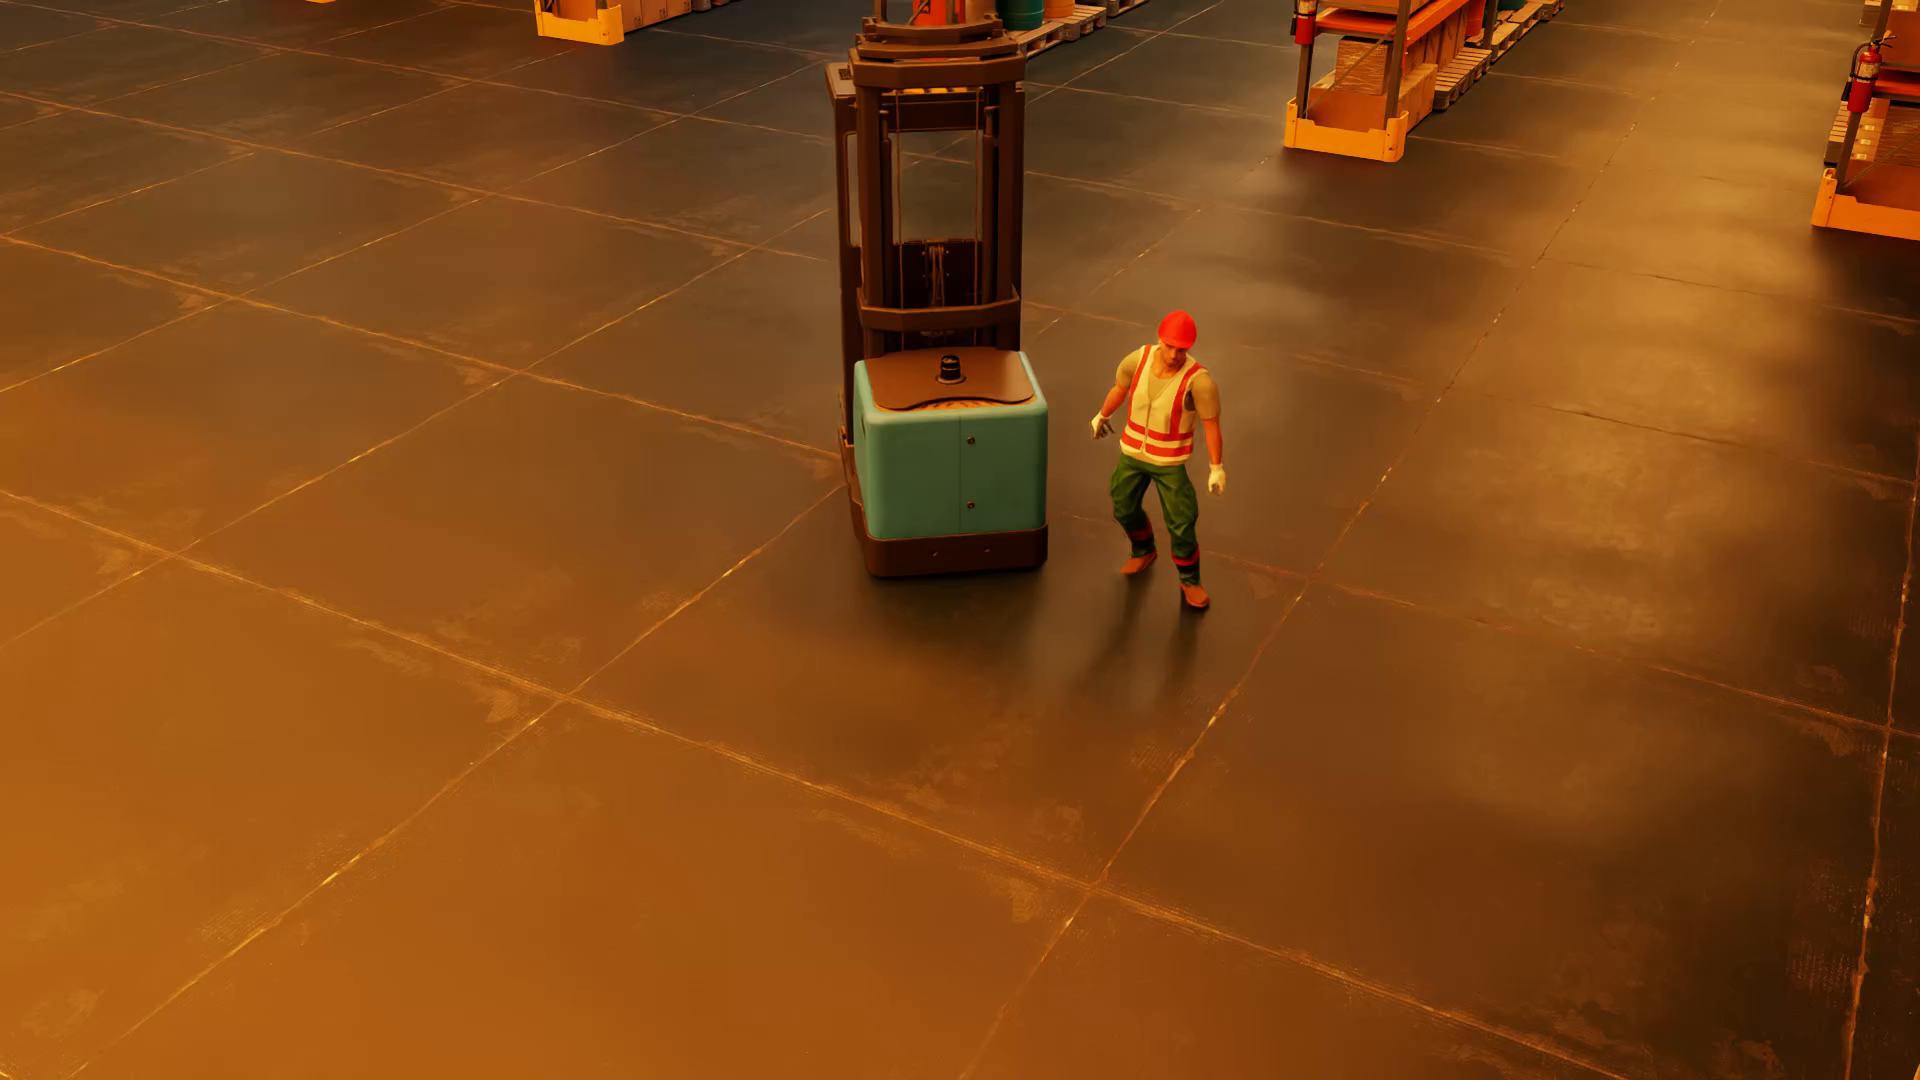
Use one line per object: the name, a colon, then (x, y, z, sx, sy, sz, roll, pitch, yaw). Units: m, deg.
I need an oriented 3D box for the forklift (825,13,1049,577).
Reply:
forklift: (-0.210, -1.775, 10.146, 1.130, 2.935, 3.031, -4, 30, -7)

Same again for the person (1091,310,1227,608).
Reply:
person: (1.083, -0.501, 9.198, 0.871, 1.749, 0.495, 20, 36, 31)
